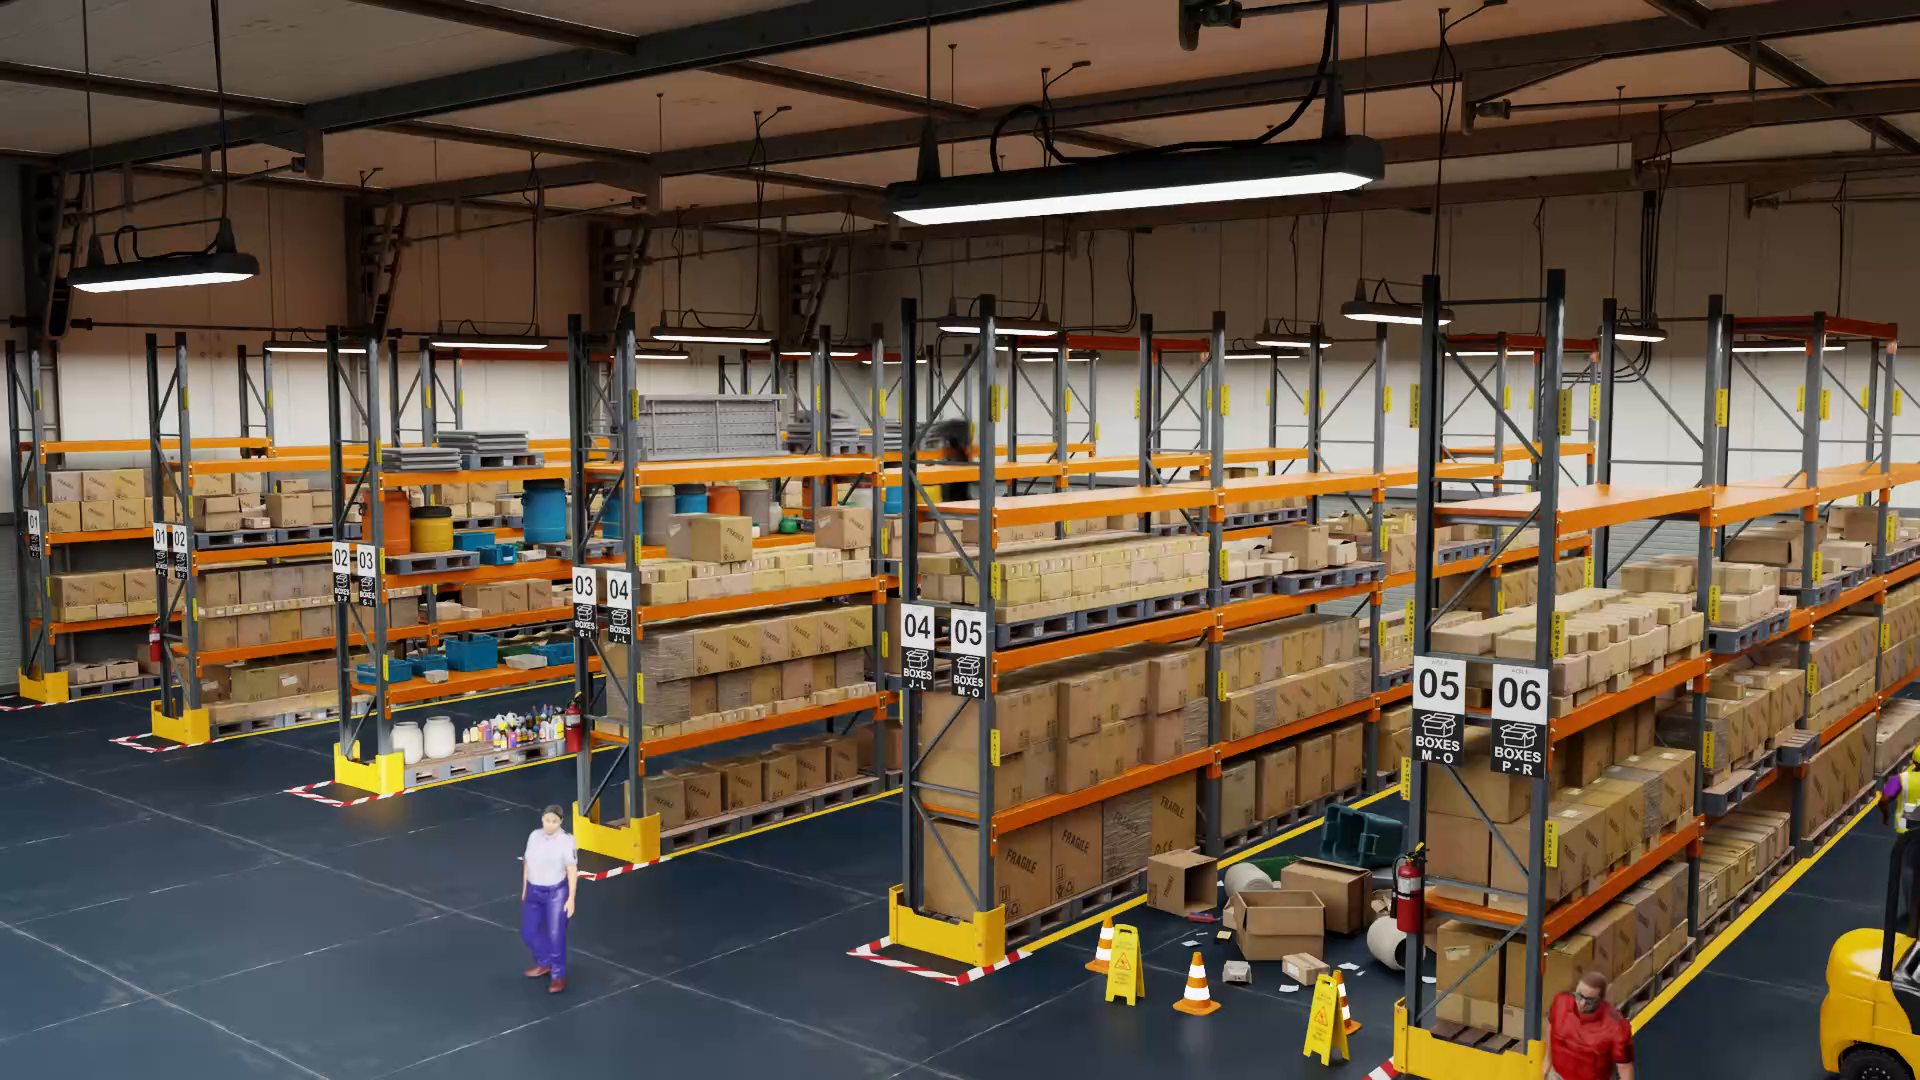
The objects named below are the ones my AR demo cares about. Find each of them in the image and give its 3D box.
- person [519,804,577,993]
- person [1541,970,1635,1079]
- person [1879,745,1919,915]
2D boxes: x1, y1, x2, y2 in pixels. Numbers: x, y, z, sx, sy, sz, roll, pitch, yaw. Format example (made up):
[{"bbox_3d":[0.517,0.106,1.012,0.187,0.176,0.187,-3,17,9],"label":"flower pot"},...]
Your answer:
[{"bbox_3d":[-3.570,3.062,14.394,0.612,1.632,0.474,2,5,17],"label":"person"},{"bbox_3d":[3.883,3.404,10.348,0.625,1.650,0.793,-5,7,-43],"label":"person"},{"bbox_3d":[9.308,2.839,16.110,0.697,1.747,0.931,4,6,36],"label":"person"}]
